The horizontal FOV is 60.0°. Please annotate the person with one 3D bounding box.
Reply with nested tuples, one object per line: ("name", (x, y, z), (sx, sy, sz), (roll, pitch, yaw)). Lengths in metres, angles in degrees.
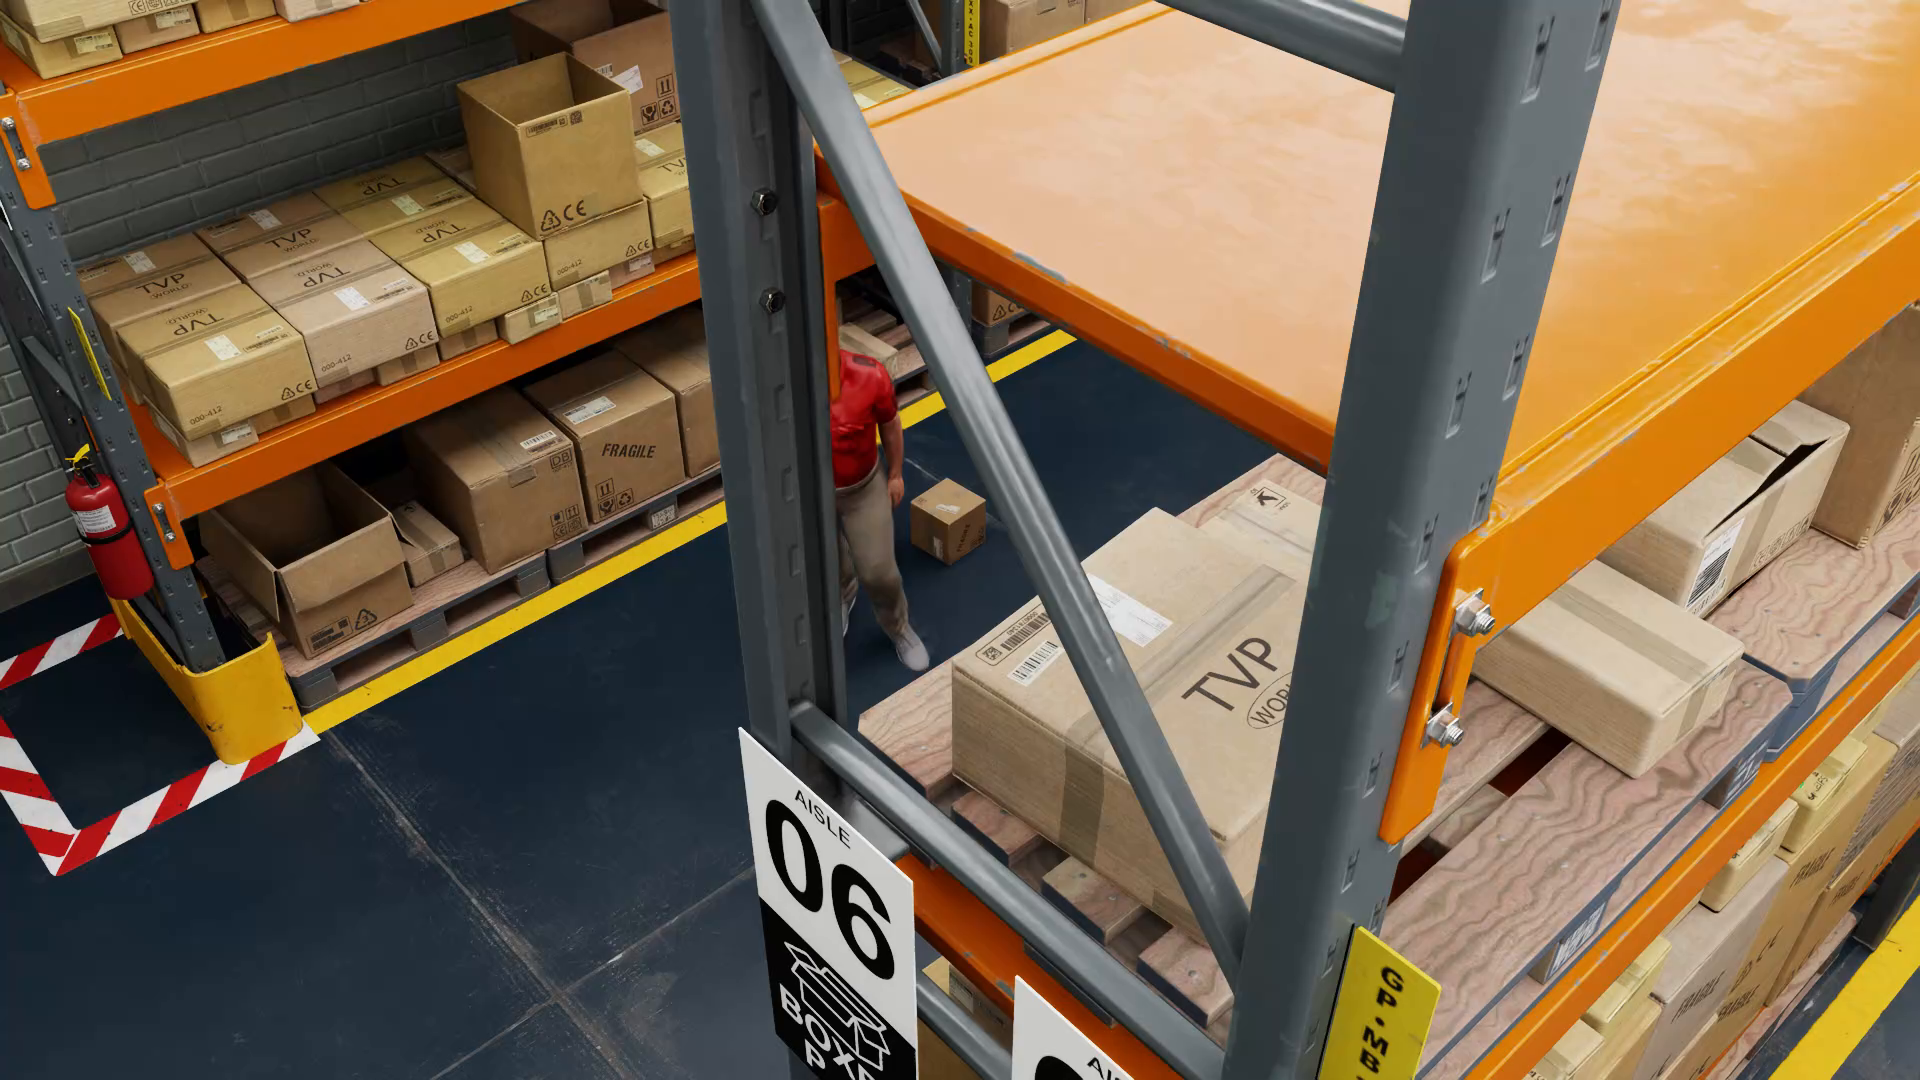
("person", (-0.445, -0.221, 6.779), (0.664, 1.769, 0.491), (5, 40, 6))
